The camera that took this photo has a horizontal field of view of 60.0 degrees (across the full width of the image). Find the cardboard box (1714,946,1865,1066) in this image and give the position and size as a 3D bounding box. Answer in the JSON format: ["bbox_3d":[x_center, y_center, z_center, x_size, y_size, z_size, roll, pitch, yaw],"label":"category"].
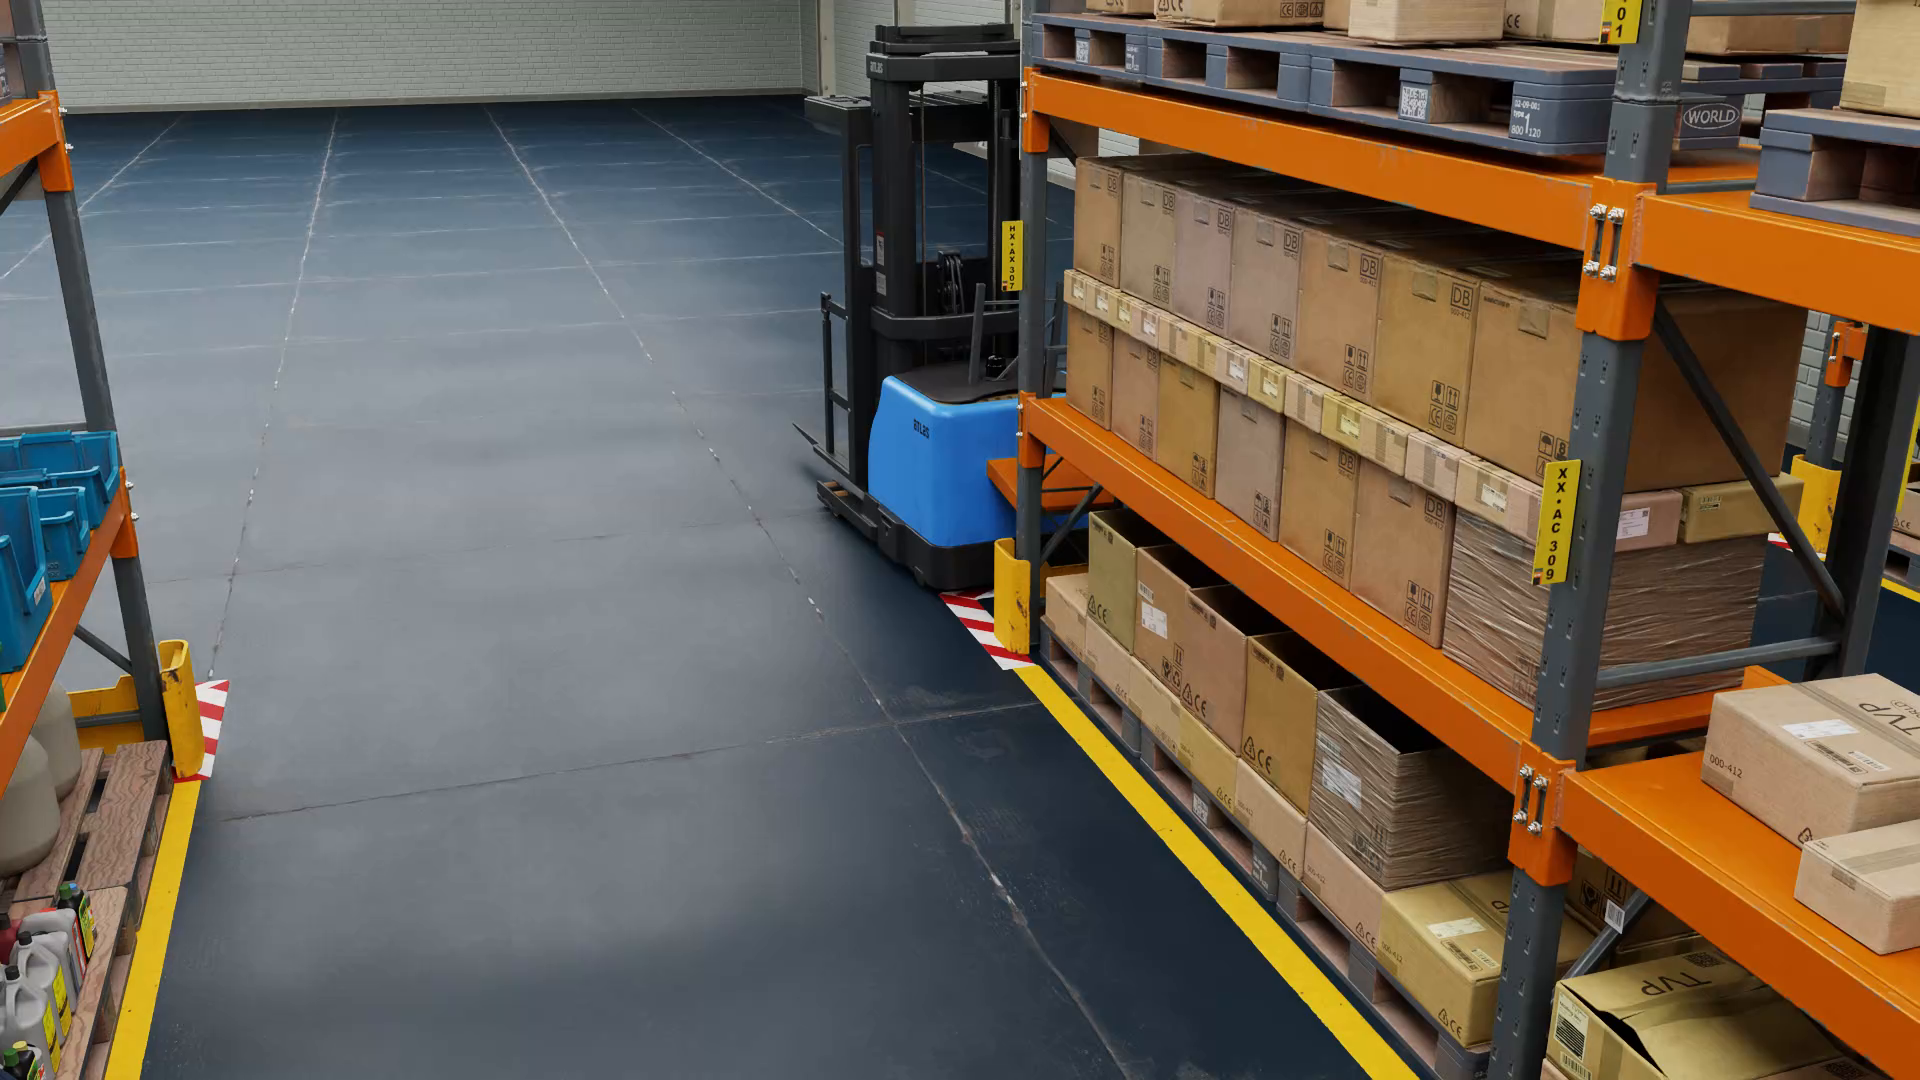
[{"bbox_3d":[2.431,1.275,4.546,0.500,0.311,0.500,-6,21,-17],"label":"cardboard box"}]

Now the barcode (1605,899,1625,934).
[{"bbox_3d":[1.716,0.987,4.359,0.001,0.075,0.075,-6,21,-17],"label":"barcode"}]

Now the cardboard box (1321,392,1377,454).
[{"bbox_3d":[1.424,-0.401,5.487,0.380,0.149,0.250,-6,21,-17],"label":"cardboard box"}]

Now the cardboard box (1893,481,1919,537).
[{"bbox_3d":[5.608,-0.178,9.302,0.500,0.311,0.500,-9,22,-23],"label":"cardboard box"}]

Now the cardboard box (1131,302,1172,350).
[{"bbox_3d":[0.933,-0.898,6.873,0.380,0.149,0.250,-7,21,-18],"label":"cardboard box"}]

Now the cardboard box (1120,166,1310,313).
[{"bbox_3d":[1.096,-1.262,6.926,0.700,0.500,0.500,-7,21,-19],"label":"cardboard box"}]

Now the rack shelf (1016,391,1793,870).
[{"bbox_3d":[1.403,0.040,6.433,1.077,0.370,4.000,-6,21,-17],"label":"rack shelf"}]

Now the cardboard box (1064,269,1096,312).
[{"bbox_3d":[0.693,-1.144,7.557,0.380,0.149,0.250,-7,21,-18],"label":"cardboard box"}]

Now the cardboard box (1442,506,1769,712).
[{"bbox_3d":[1.886,0.154,4.902,0.700,0.500,0.500,-7,21,-19],"label":"cardboard box"}]

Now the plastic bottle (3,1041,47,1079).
[{"bbox_3d":[-2.658,1.521,4.734,0.097,0.201,0.097,0,20,0],"label":"plastic bottle"}]

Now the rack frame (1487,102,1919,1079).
[{"bbox_3d":[2.031,0.343,4.524,1.000,3.000,0.127,-6,21,-17],"label":"rack frame"}]

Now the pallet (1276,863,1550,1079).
[{"bbox_3d":[1.821,1.396,5.719,1.003,0.211,1.213,-6,21,-17],"label":"pallet"}]

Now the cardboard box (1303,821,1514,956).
[{"bbox_3d":[1.530,1.152,5.718,0.500,0.250,0.500,-6,21,-17],"label":"cardboard box"}]

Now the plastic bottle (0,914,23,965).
[{"bbox_3d":[-2.984,1.294,5.245,0.061,0.283,0.133,-6,21,-17],"label":"plastic bottle"}]

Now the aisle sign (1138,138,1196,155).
[{"bbox_3d":[1.032,-2.216,7.804,0.394,0.787,0.004,-6,21,-17],"label":"aisle sign"}]

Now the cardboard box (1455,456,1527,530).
[{"bbox_3d":[1.667,-0.153,4.799,0.380,0.149,0.250,-7,21,-18],"label":"cardboard box"}]

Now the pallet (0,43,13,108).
[{"bbox_3d":[-3.762,-1.463,5.393,1.003,0.211,1.213,-6,21,-17],"label":"pallet"}]

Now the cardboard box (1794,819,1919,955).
[{"bbox_3d":[2.116,0.767,3.715,0.380,0.149,0.250,-6,21,-17],"label":"cardboard box"}]

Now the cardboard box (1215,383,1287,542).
[{"bbox_3d":[1.398,-0.340,6.278,0.700,0.500,0.500,-6,21,-16],"label":"cardboard box"}]

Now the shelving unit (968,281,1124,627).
[{"bbox_3d":[0.435,-0.468,8.729,0.587,1.500,1.083,-4,27,-19],"label":"shelving unit"}]

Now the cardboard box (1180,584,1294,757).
[{"bbox_3d":[1.200,0.480,6.479,0.500,0.500,0.500,-6,21,-17],"label":"cardboard box"}]

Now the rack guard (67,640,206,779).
[{"bbox_3d":[-3.861,0.780,7.005,1.175,0.500,0.348,-6,21,-17],"label":"rack guard"}]

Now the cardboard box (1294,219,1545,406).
[{"bbox_3d":[1.569,-0.779,5.582,0.700,0.500,0.500,-6,21,-17],"label":"cardboard box"}]

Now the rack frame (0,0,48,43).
[{"bbox_3d":[-3.929,-3.239,5.622,1.000,3.000,0.127,-6,21,-17],"label":"rack frame"}]

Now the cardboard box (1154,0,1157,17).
[{"bbox_3d":[0.977,-2.101,6.436,0.380,0.149,0.250,-6,21,-17],"label":"cardboard box"}]

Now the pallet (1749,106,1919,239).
[{"bbox_3d":[2.321,-0.697,3.266,0.805,0.209,1.217,-7,21,-19],"label":"pallet"}]

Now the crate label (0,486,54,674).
[{"bbox_3d":[-3.094,0.130,5.066,0.502,0.435,0.616,-6,21,-17],"label":"crate label"}]

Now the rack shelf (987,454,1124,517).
[{"bbox_3d":[0.419,-0.311,8.814,0.538,0.185,1.000,-4,27,-19],"label":"rack shelf"}]

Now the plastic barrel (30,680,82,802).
[{"bbox_3d":[-3.650,0.761,6.420,0.421,0.512,0.421,0,20,0],"label":"plastic barrel"}]

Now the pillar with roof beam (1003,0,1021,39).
[{"bbox_3d":[-3.228,-9.478,22.992,9.100,9.000,0.400,-6,21,-17],"label":"pillar with roof beam"}]

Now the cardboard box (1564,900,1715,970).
[{"bbox_3d":[2.173,1.258,5.422,0.500,0.250,0.500,-6,21,-17],"label":"cardboard box"}]

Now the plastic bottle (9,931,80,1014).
[{"bbox_3d":[-2.839,1.330,5.154,0.152,0.276,0.135,-7,21,-19],"label":"plastic bottle"}]

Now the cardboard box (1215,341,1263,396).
[{"bbox_3d":[1.175,-0.651,6.184,0.380,0.149,0.250,-6,21,-17],"label":"cardboard box"}]

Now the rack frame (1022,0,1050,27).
[{"bbox_3d":[0.774,-3.764,7.084,1.000,3.000,0.127,-6,21,-17],"label":"rack frame"}]

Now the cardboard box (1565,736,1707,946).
[{"bbox_3d":[2.183,0.904,5.298,0.500,0.500,0.500,-6,21,-17],"label":"cardboard box"}]

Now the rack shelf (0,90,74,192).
[{"bbox_3d":[-3.301,-0.847,4.464,1.077,0.370,4.000,-6,21,-17],"label":"rack shelf"}]

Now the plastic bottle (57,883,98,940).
[{"bbox_3d":[-2.936,1.237,5.524,0.097,0.201,0.097,0,20,0],"label":"plastic bottle"}]

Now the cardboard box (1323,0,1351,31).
[{"bbox_3d":[1.633,-1.923,5.414,0.797,0.503,0.637,-4,20,-11],"label":"cardboard box"}]

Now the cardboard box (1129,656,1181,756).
[{"bbox_3d":[1.049,0.672,7.055,0.500,0.250,0.500,-6,21,-17],"label":"cardboard box"}]

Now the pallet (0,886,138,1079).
[{"bbox_3d":[-3.231,1.568,5.238,1.003,0.211,1.213,-6,21,-17],"label":"pallet"}]

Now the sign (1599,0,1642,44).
[{"bbox_3d":[1.505,-1.290,3.751,0.100,0.325,0.005,-6,21,-17],"label":"sign"}]

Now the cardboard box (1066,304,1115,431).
[{"bbox_3d":[0.909,-0.837,7.660,0.700,0.500,0.500,-6,21,-17],"label":"cardboard box"}]

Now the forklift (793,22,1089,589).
[{"bbox_3d":[-0.250,-1.573,9.960,1.130,2.935,3.031,-8,21,-22],"label":"forklift"}]
